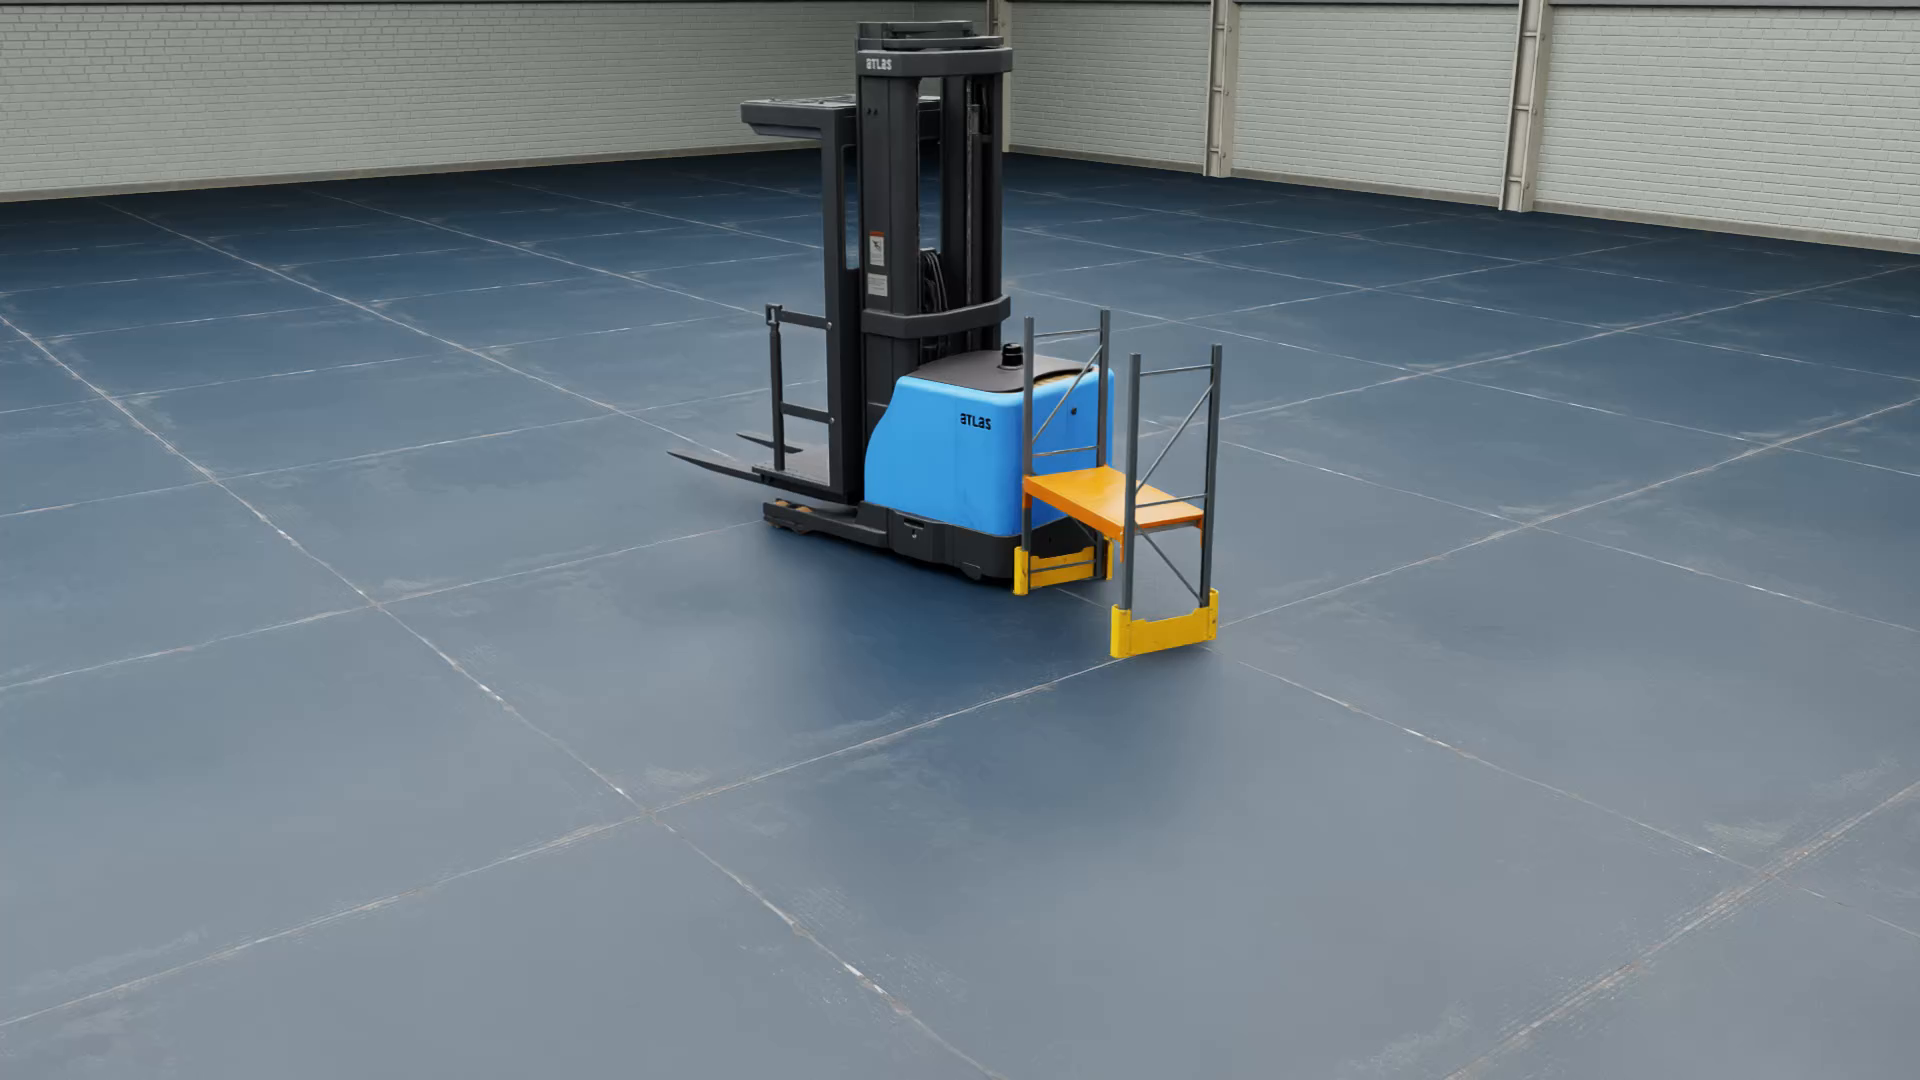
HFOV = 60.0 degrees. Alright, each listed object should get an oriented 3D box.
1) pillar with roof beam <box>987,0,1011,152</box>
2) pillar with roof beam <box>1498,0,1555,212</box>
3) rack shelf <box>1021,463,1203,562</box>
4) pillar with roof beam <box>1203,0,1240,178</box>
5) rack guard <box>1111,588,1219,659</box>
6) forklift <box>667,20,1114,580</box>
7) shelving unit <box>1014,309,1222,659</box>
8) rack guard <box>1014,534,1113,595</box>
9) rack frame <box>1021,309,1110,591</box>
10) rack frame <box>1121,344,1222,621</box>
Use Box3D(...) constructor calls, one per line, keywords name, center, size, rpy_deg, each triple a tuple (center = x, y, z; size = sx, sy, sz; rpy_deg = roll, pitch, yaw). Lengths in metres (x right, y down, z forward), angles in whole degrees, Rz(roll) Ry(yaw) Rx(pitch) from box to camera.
Box3D(name="pillar with roof beam", center=(-2.604, -11.267, 29.573), size=(9.100, 9.000, 0.400), rpy_deg=(-14, 23, -36))
Box3D(name="pillar with roof beam", center=(4.846, -8.310, 20.643), size=(9.100, 9.000, 0.400), rpy_deg=(-14, 23, -36))
Box3D(name="rack shelf", center=(0.788, -0.155, 8.518), size=(0.538, 0.185, 1.000), rpy_deg=(-9, 20, -25))
Box3D(name="pillar with roof beam", center=(1.121, -9.788, 25.108), size=(9.100, 9.000, 0.400), rpy_deg=(-14, 23, -36))
Box3D(name="rack guard", center=(1.015, 0.410, 8.227), size=(0.587, 0.250, 0.087), rpy_deg=(-9, 20, -25))
Box3D(name="forklift", center=(-0.560, -1.534, 9.834), size=(3.031, 2.935, 1.130), rpy_deg=(15, 24, 38))
Box3D(name="shelving unit", center=(0.792, -0.323, 8.453), size=(0.587, 1.500, 1.083), rpy_deg=(-9, 20, -25))
Box3D(name="rack guard", center=(0.569, 0.130, 9.073), size=(0.587, 0.250, 0.087), rpy_deg=(-9, 20, -25))
Box3D(name="rack frame", center=(0.560, -0.469, 8.893), size=(0.500, 1.500, 0.032), rpy_deg=(-9, 20, -25))
Box3D(name="rack frame", center=(1.015, -0.183, 8.030), size=(0.500, 1.500, 0.032), rpy_deg=(-9, 20, -25))
